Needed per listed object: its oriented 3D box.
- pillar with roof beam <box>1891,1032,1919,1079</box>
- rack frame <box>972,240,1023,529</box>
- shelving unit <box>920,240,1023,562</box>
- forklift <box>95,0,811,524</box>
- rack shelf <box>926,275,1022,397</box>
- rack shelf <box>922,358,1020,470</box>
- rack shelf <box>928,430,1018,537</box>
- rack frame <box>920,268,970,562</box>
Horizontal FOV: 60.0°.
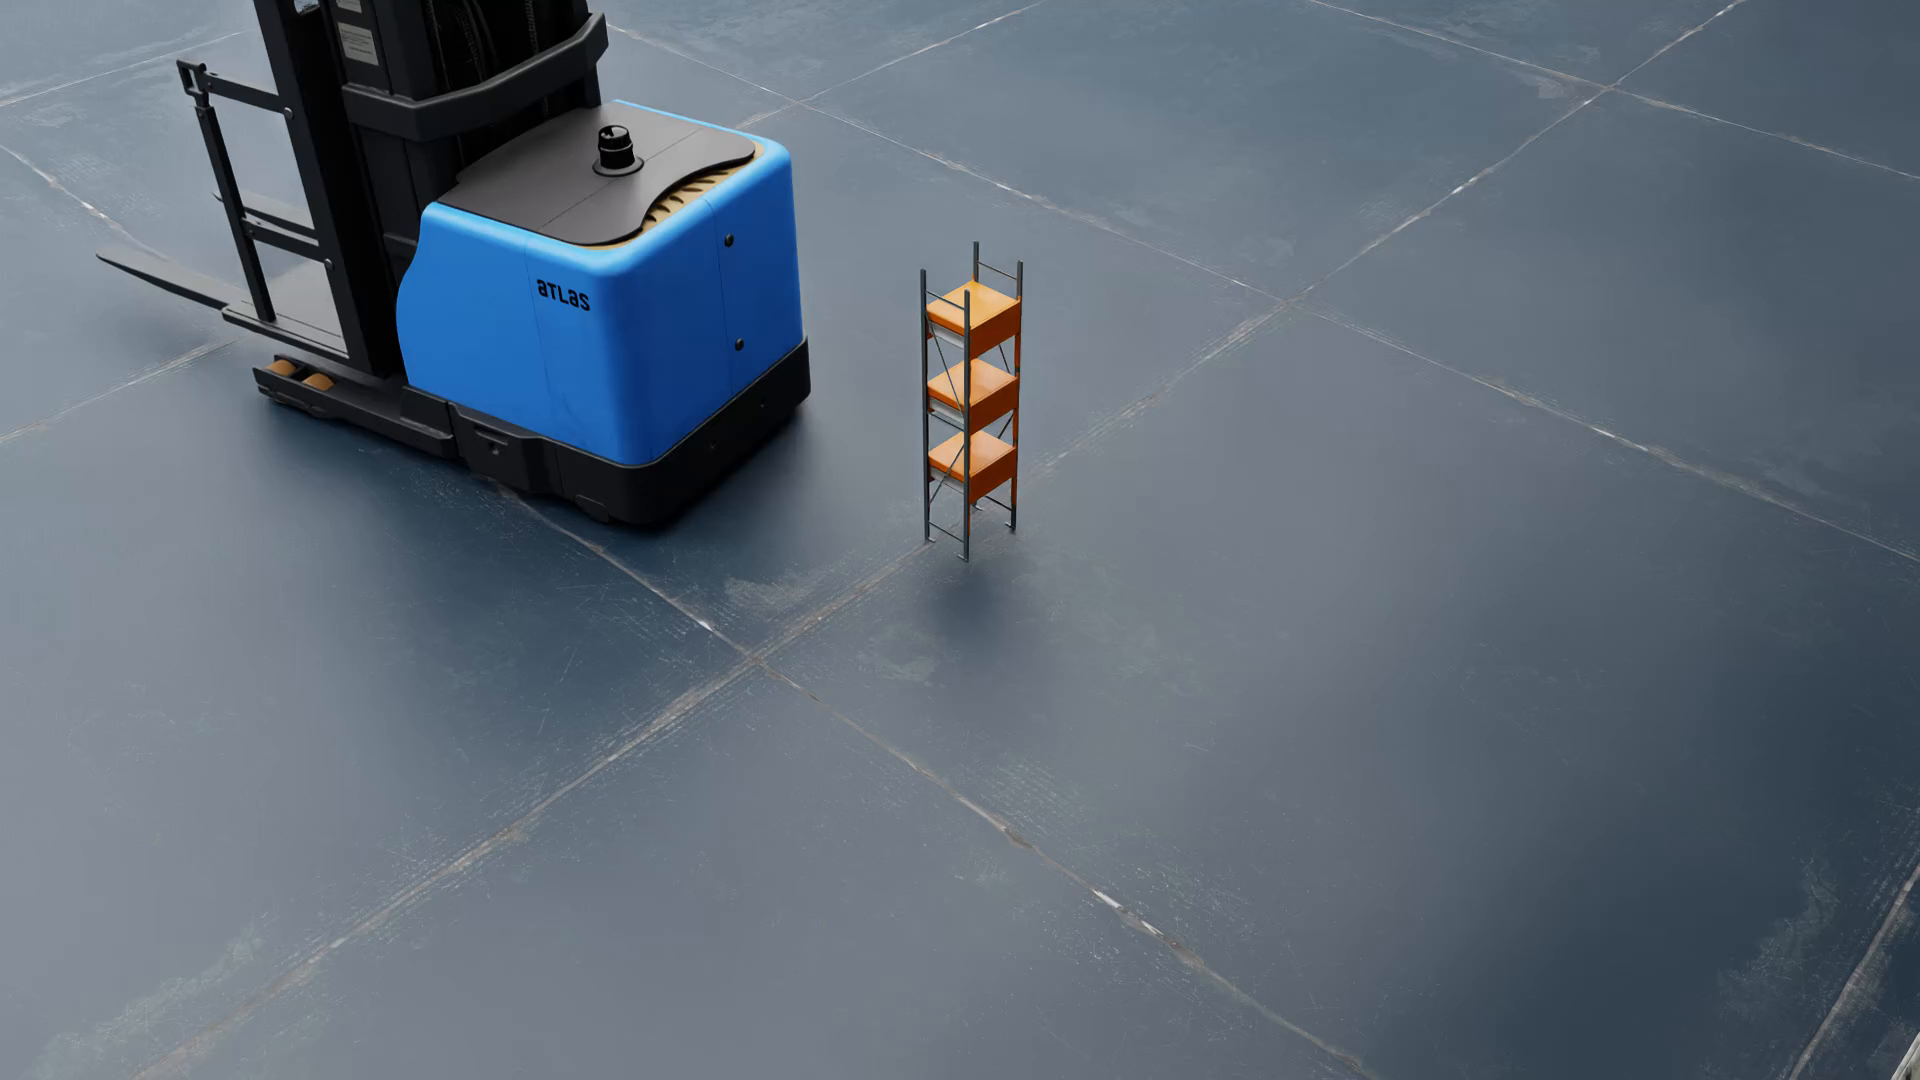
[{"bbox_3d":[-1.372,-3.556,2.982,9.100,9.000,0.400,30,47,32],"label":"pillar with roof beam"},{"bbox_3d":[0.118,-0.492,5.514,0.200,1.050,0.008,30,47,32],"label":"rack frame"},{"bbox_3d":[0.036,-0.436,5.444,0.215,1.050,0.252,30,47,32],"label":"shelving unit"},{"bbox_3d":[-2.104,-1.873,5.740,3.031,2.935,1.130,20,43,23],"label":"forklift"},{"bbox_3d":[0.036,-0.649,5.274,0.215,0.259,0.240,30,47,32],"label":"rack shelf"},{"bbox_3d":[0.036,-0.427,5.450,0.215,0.259,0.240,30,47,32],"label":"rack shelf"},{"bbox_3d":[0.036,-0.210,5.623,0.215,0.259,0.240,30,47,32],"label":"rack shelf"},{"bbox_3d":[-0.046,-0.379,5.373,0.200,1.050,0.008,30,47,32],"label":"rack frame"}]
